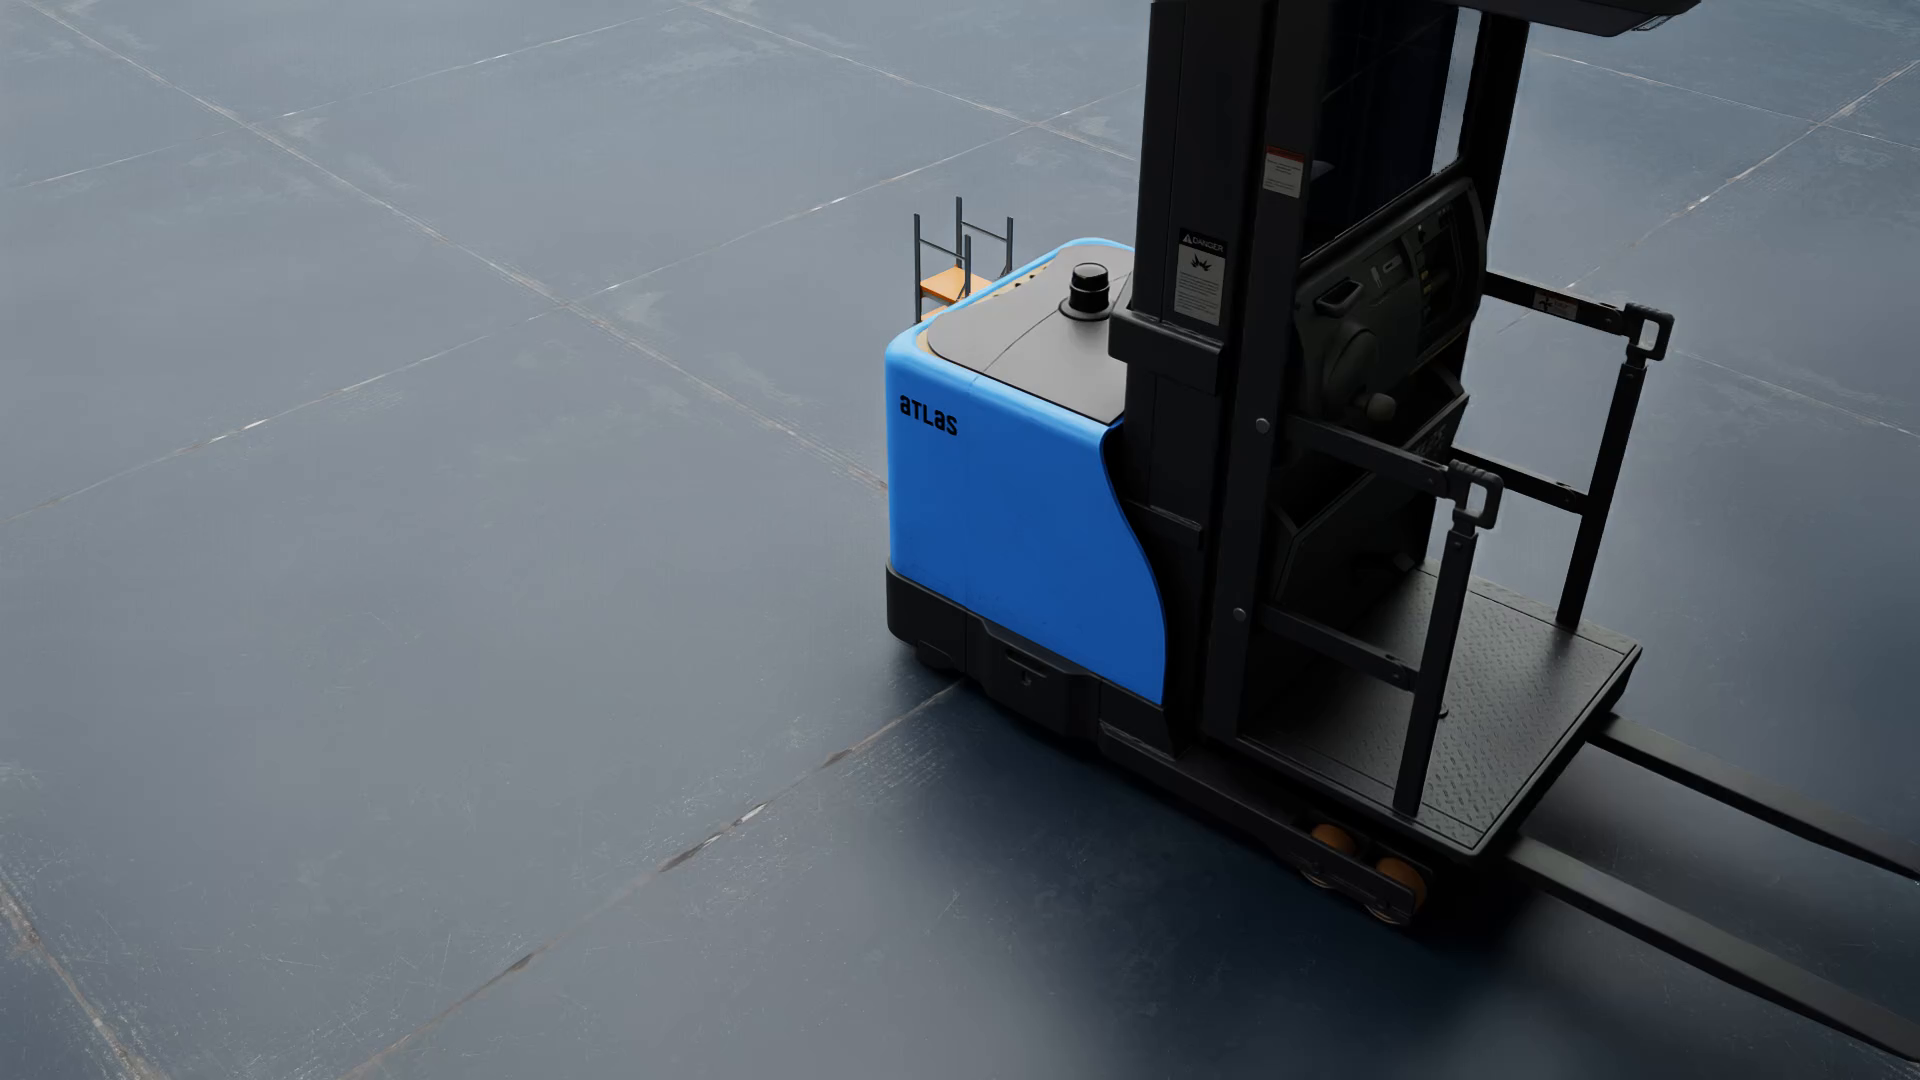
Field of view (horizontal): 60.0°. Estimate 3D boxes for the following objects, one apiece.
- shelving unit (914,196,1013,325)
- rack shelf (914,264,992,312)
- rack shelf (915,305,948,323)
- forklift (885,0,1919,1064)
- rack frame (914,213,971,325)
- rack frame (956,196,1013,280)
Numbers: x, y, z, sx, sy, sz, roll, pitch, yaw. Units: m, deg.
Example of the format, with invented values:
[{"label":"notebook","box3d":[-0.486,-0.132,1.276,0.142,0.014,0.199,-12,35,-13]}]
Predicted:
[{"label":"shelving unit","box3d":[0.010,-0.498,5.415,0.258,1.200,0.189,30,45,35]},{"label":"rack shelf","box3d":[0.010,-0.757,5.235,0.258,0.103,0.180,30,45,35]},{"label":"rack shelf","box3d":[0.010,-0.658,5.303,0.258,0.103,0.180,30,45,35]},{"label":"forklift","box3d":[1.226,-0.551,3.978,3.031,2.935,1.130,25,42,32]},{"label":"rack frame","box3d":[-0.054,-0.461,5.362,0.240,1.200,0.006,30,45,35]},{"label":"rack frame","box3d":[0.075,-0.535,5.468,0.240,1.200,0.006,30,45,35]}]
